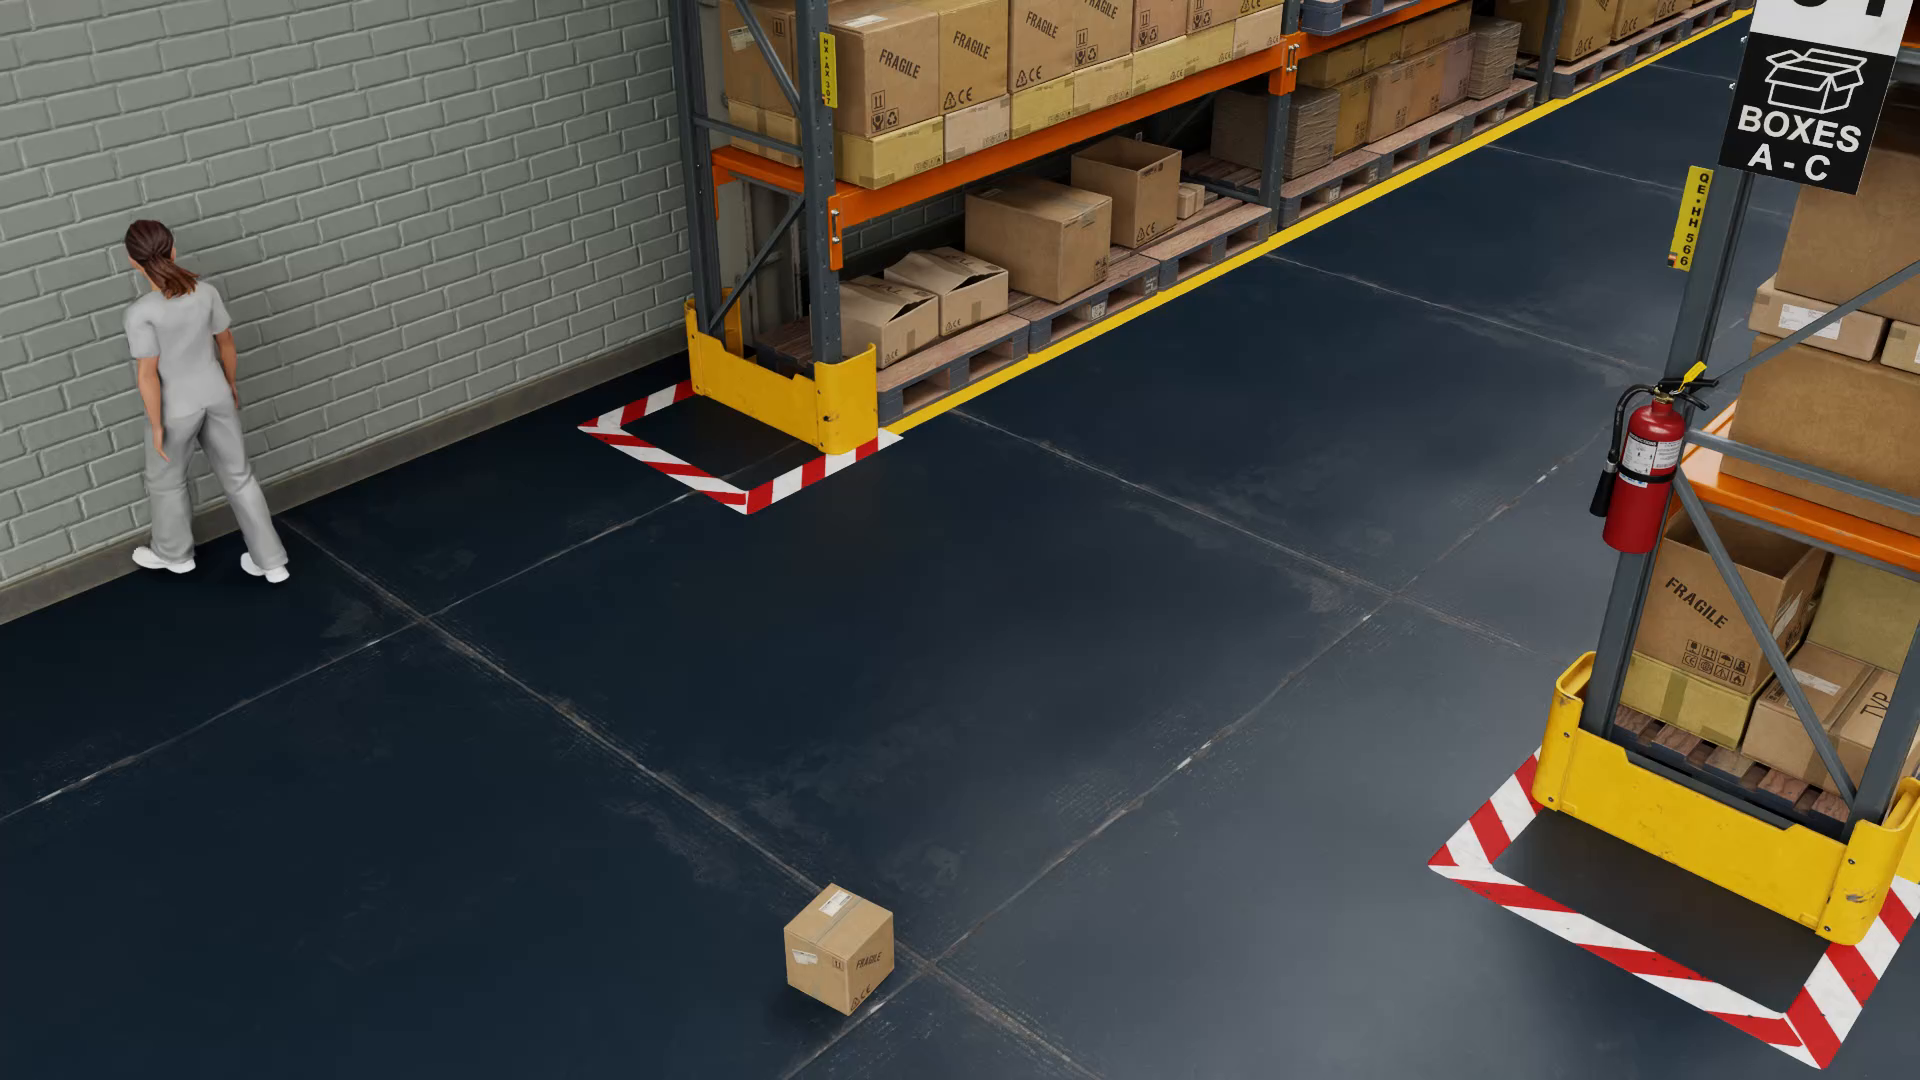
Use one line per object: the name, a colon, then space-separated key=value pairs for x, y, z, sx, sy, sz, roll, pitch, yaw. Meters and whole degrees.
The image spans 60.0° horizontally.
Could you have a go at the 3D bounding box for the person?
person: x=-3.318 y=-0.587 z=7.071 sx=0.726 sy=1.659 sz=0.476 roll=19 pitch=36 yaw=29
